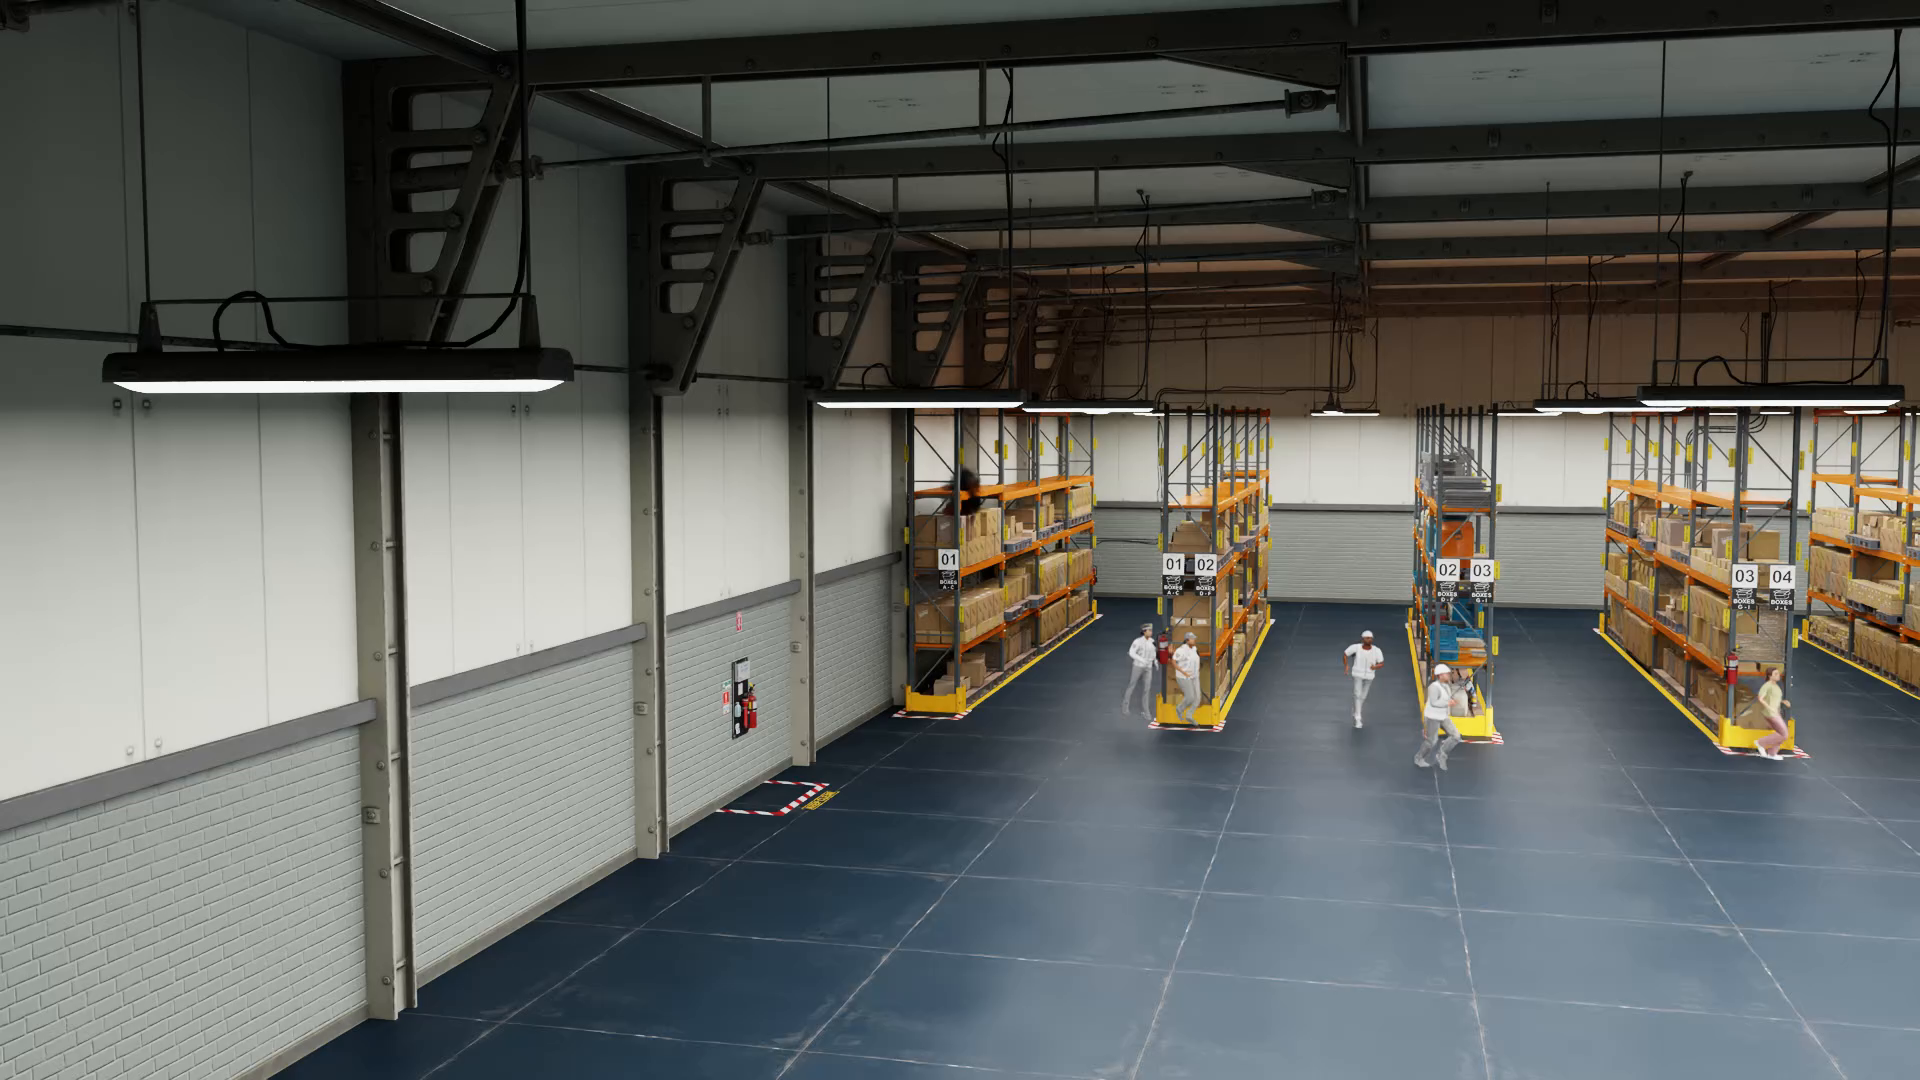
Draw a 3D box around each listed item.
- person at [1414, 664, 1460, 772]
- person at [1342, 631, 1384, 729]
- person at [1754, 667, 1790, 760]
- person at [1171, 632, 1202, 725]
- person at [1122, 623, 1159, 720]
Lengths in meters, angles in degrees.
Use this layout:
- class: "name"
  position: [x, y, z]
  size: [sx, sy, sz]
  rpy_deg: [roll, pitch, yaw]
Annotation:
- class: "person"
  position: [7.752, 2.876, 26.948]
  size: [0.805, 1.760, 0.682]
  rpy_deg: [4, 6, 43]
- class: "person"
  position: [7.560, 2.589, 31.139]
  size: [0.716, 1.804, 0.893]
  rpy_deg: [0, 4, -3]
- class: "person"
  position: [13.588, 2.909, 27.820]
  size: [0.535, 1.596, 0.583]
  rpy_deg: [3, 5, 35]
- class: "person"
  position: [4.083, 2.470, 29.759]
  size: [0.638, 1.645, 0.489]
  rpy_deg: [-3, 5, -37]
- class: "person"
  position: [3.392, 2.376, 30.470]
  size: [0.673, 1.711, 0.782]
  rpy_deg: [-2, 5, -28]
